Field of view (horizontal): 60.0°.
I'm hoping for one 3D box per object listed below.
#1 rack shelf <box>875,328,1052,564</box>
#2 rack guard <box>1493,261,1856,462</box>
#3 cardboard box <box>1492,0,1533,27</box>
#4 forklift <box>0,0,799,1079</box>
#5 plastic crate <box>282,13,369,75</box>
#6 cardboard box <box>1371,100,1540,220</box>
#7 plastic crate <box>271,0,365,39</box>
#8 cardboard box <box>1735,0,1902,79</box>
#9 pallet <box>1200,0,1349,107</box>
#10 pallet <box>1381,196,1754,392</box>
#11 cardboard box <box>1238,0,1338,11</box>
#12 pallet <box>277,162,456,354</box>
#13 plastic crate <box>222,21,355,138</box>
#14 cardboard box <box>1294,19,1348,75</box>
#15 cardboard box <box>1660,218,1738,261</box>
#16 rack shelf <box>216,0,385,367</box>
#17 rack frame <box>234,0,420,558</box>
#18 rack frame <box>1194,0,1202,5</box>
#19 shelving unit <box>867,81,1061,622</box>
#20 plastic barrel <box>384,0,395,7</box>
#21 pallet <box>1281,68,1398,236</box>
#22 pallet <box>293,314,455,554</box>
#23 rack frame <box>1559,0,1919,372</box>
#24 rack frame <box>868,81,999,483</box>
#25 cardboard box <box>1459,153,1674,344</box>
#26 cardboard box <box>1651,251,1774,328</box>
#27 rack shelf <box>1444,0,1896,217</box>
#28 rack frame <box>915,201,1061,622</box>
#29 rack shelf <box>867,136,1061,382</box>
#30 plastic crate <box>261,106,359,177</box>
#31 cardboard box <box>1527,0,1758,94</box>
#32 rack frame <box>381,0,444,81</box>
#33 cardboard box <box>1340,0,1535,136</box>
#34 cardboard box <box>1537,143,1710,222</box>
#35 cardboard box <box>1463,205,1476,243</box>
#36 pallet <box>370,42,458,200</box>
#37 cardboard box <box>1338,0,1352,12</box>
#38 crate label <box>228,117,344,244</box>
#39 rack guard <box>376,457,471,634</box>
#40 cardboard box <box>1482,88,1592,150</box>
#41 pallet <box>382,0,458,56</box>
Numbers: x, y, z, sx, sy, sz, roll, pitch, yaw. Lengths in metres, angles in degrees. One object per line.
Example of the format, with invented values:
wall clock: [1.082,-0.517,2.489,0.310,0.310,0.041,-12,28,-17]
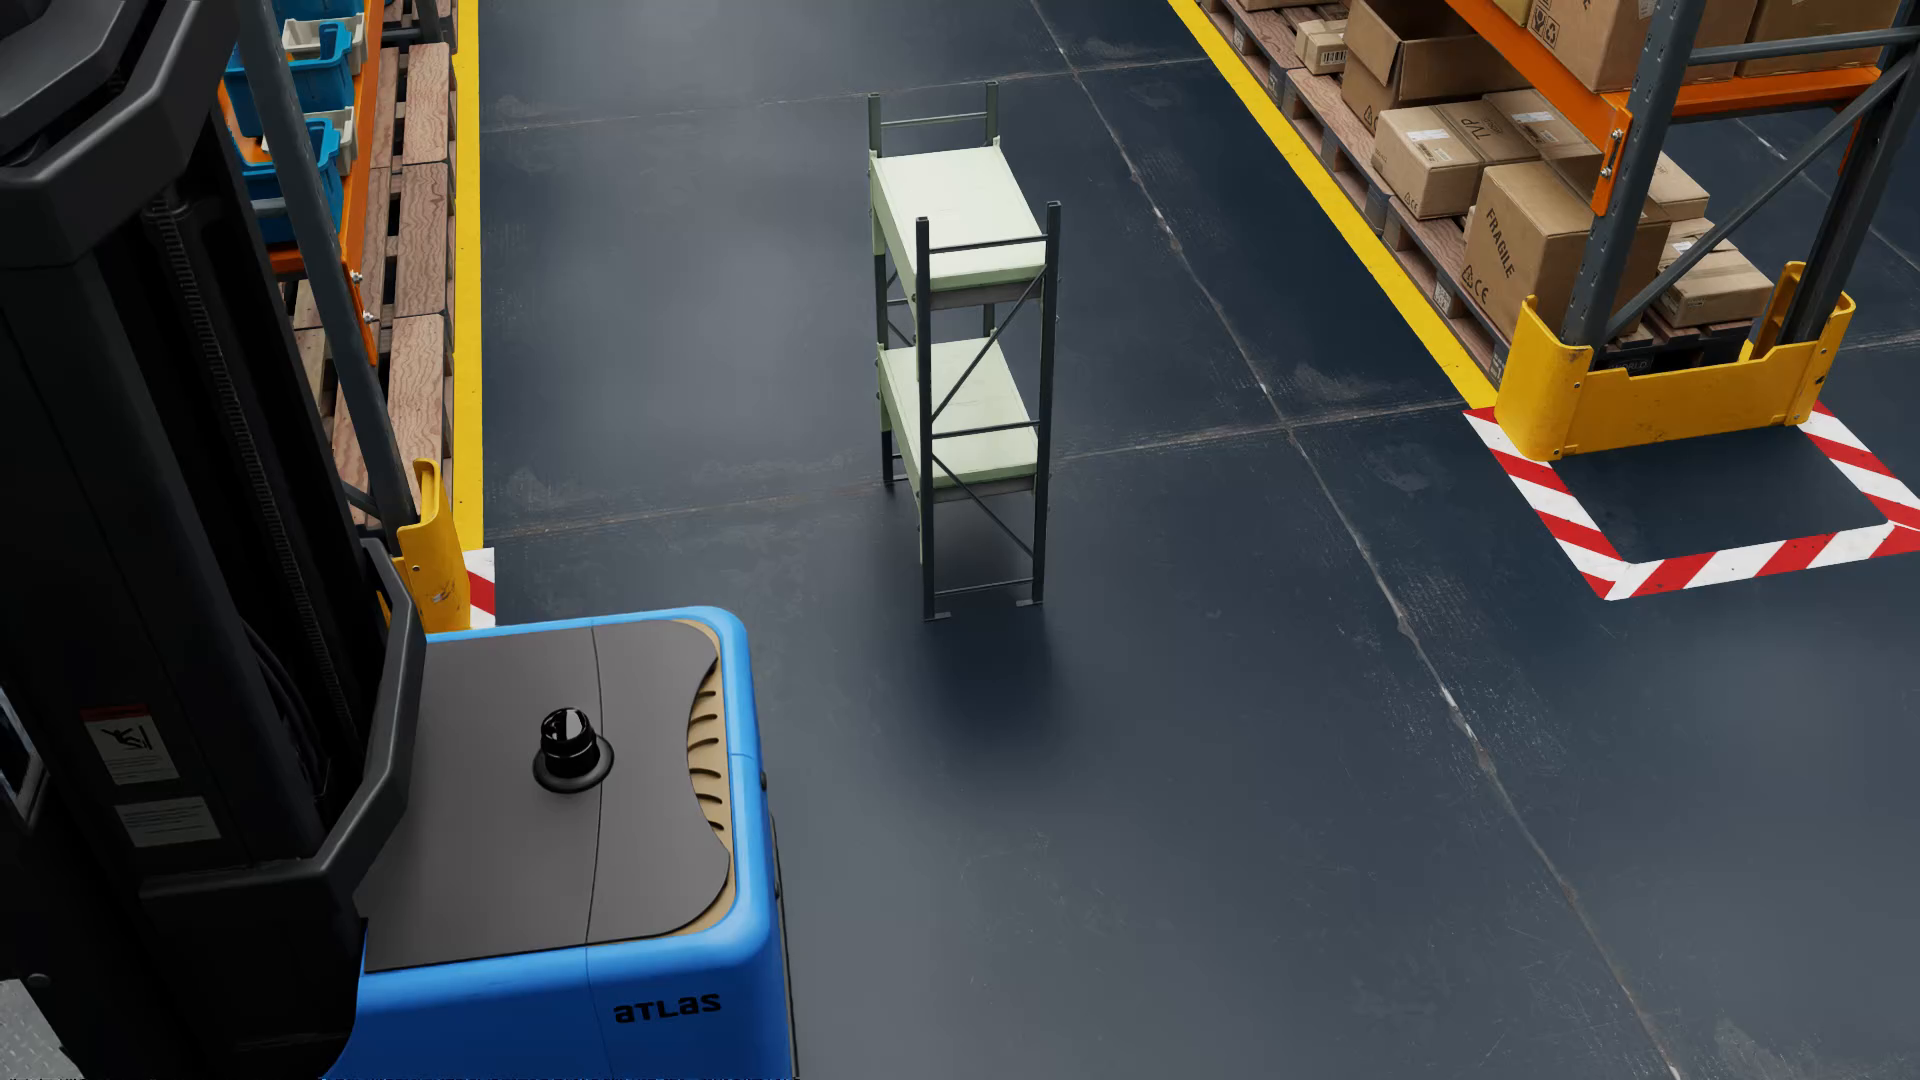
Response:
rack shelf: [-0.001,-0.321,5.473,0.431,0.370,0.720,-8,42,-9]
rack guard: [2.608,-0.659,6.116,1.175,0.500,0.348,-8,42,-9]
cardboard box: [2.147,-2.169,5.859,0.500,0.500,0.500,-8,42,-9]
forklift: [-1.928,0.318,3.183,3.031,2.935,1.130,-6,42,-7]
plastic crate: [-2.079,-1.628,5.478,0.250,0.136,0.298,-8,42,-9]
cardboard box: [2.091,-1.618,7.053,0.500,0.250,0.500,-8,42,-9]
plastic crate: [-2.229,-1.858,5.664,0.416,0.233,0.300,-8,42,-9]
cardboard box: [2.786,-1.907,5.564,0.500,0.500,0.500,-8,42,-8]
pallet: [1.909,-2.649,8.576,1.003,0.211,1.213,-8,42,-9]
pallet: [2.435,-1.068,6.794,1.003,0.211,1.213,-8,42,-9]
cardboard box: [1.641,-2.993,8.557,0.500,0.311,0.500,-8,42,-9]
pallet: [-2.613,-1.124,6.857,1.003,0.211,1.213,-8,42,-9]
plastic crate: [-2.087,-1.431,5.183,0.416,0.233,0.300,-8,42,-9]
cardboard box: [1.837,-2.380,7.974,0.380,0.166,0.250,-8,42,-9]
cardboard box: [2.816,-1.132,6.569,0.380,0.166,0.250,-8,42,-9]
rack shelf: [-2.645,-1.865,6.133,1.077,0.370,4.000,-8,42,-9]
rack frame: [-2.213,-0.837,4.434,1.000,3.000,0.127,-8,42,-9]
rack frame: [1.761,-4.137,8.151,1.000,3.000,0.127,-8,42,-9]
shelving unit: [-0.001,-0.565,5.257,0.431,1.500,0.755,-8,42,-9]
plastic barrel: [-3.177,-3.157,8.312,0.600,0.901,0.708,-8,42,-9]
pallet: [2.175,-1.857,7.683,1.003,0.211,1.213,-8,42,-9]
pallet: [-2.353,-0.335,5.968,1.003,0.211,1.213,-8,42,-9]
rack frame: [2.625,-1.545,5.231,1.000,3.000,0.127,-8,42,-9]
rack frame: [-0.080,-0.802,5.524,0.400,1.500,0.023,-8,42,-9]
cardboard box: [2.267,-1.091,6.272,0.500,0.500,0.500,-8,42,-9]
cardboard box: [2.870,-0.964,6.392,0.380,0.149,0.250,-8,42,-9]
rack shelf: [2.193,-2.572,6.930,1.077,0.370,4.000,-8,42,-9]
rack frame: [0.078,-0.328,4.990,0.400,1.500,0.023,-8,42,-9]
rack shelf: [-0.001,-0.857,4.998,0.431,0.370,0.720,-8,42,-9]
plastic crate: [-1.933,-1.188,4.982,0.250,0.136,0.298,-8,42,-9]
cardboard box: [2.262,-1.833,5.480,0.500,0.500,0.500,-7,42,-8]
rack frame: [-3.076,-3.430,7.355,1.000,3.000,0.127,-8,42,-9]
cardboard box: [2.172,-2.151,7.463,0.797,0.503,0.637,-8,42,-9]
cardboard box: [2.676,-1.398,6.805,0.500,0.250,0.500,-8,42,-9]
cardboard box: [2.267,-1.242,6.693,0.380,0.166,0.250,-8,42,-9]
pallet: [-2.880,-1.916,7.750,1.003,0.211,1.213,-8,42,-9]
cardboard box: [2.161,-3.038,8.465,0.500,0.500,0.500,-8,42,-9]
crate label: [-1.945,-1.004,4.703,0.416,0.233,0.303,-8,42,-9]
rack guard: [-2.195,0.111,5.248,1.175,0.500,0.348,-8,42,-9]
cardboard box: [2.568,-1.722,7.170,0.500,0.250,0.500,-8,42,-9]
pallet: [-3.202,-2.893,8.850,1.003,0.211,1.213,-8,42,-9]
